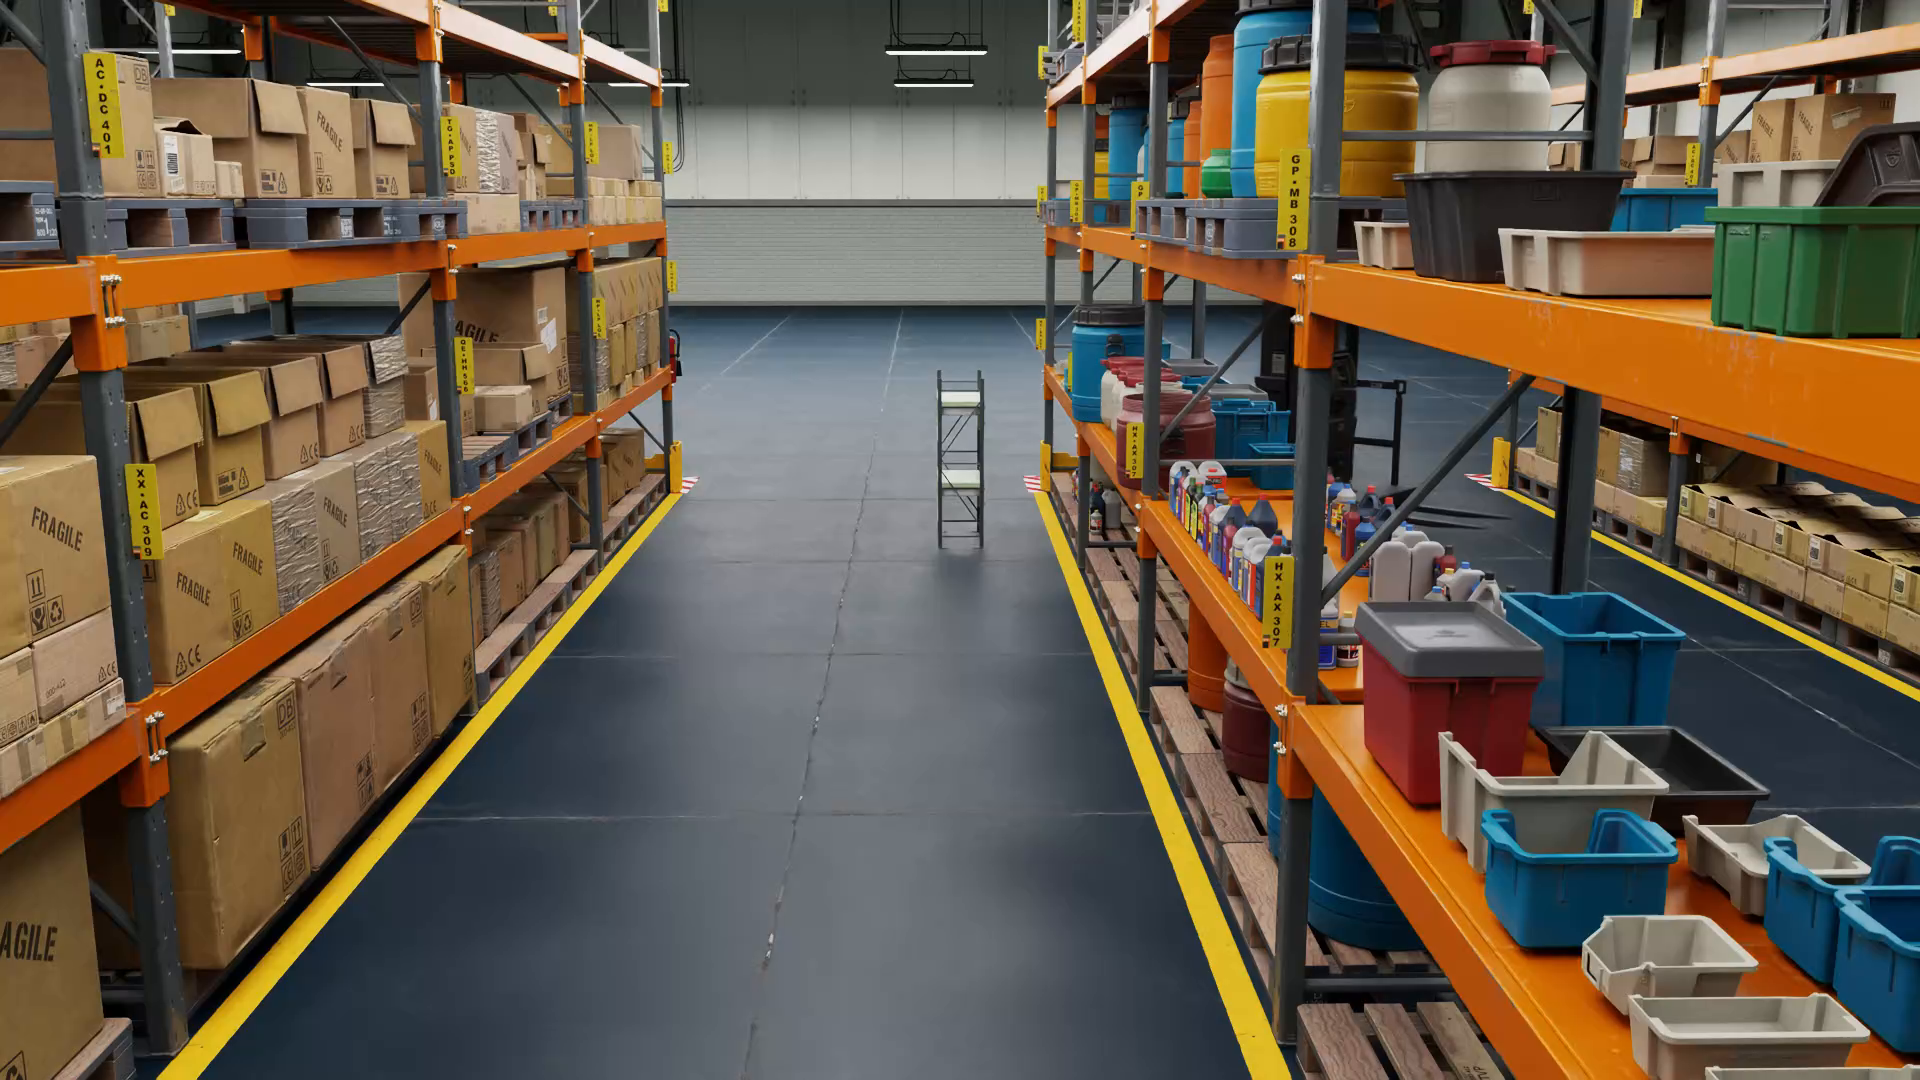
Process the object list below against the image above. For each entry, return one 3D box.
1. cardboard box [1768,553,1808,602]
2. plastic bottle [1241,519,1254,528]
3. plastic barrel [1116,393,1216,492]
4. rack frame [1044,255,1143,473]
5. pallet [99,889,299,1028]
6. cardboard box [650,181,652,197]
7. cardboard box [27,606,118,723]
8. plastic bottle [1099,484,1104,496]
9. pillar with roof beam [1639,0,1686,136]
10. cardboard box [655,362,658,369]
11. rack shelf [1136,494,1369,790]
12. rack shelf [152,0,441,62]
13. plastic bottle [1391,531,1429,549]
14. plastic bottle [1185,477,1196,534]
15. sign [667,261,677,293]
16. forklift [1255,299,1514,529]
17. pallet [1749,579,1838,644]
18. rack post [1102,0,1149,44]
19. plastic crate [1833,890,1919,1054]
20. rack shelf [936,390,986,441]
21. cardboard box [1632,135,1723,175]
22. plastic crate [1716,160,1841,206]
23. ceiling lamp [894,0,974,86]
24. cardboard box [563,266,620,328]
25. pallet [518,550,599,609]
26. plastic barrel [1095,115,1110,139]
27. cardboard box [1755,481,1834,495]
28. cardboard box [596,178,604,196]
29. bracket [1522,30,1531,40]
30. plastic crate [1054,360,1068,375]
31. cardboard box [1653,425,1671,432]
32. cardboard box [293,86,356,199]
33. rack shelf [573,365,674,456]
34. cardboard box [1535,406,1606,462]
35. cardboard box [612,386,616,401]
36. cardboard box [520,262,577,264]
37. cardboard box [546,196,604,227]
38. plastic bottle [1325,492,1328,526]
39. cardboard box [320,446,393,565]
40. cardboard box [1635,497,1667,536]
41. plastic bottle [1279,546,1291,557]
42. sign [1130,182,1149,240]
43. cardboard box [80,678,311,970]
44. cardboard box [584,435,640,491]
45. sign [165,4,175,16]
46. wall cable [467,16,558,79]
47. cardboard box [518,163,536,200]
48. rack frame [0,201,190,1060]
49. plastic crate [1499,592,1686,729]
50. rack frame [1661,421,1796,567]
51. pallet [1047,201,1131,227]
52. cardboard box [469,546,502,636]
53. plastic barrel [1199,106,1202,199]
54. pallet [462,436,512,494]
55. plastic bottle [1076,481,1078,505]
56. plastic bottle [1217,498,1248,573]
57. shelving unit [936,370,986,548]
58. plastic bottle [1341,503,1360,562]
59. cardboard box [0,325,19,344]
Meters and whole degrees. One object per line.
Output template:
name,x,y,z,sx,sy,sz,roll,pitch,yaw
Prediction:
cardboard box,6.229,0.270,12.044,0.500,0.250,0.500,0,11,0
plastic bottle,1.321,0.042,7.633,0.097,0.271,0.097,0,11,0
plastic barrel,1.254,-0.602,10.139,0.600,0.536,0.708,0,11,-1
rack frame,1.401,-2.034,17.542,1.000,3.000,0.127,0,11,-1
pallet,-3.394,1.585,6.716,1.003,0.211,1.213,0,11,-1
cardboard box,-3.229,-3.446,16.330,0.380,0.149,0.250,-1,11,-4
cardboard box,-3.031,0.386,5.242,0.500,0.250,0.500,0,11,-2
plastic bottle,1.274,-0.358,15.006,0.061,0.283,0.133,0,11,-1
pillar with roof beam,7.634,-7.247,28.149,9.100,9.000,0.548,0,11,-1
cardboard box,-3.338,-1.835,17.192,0.380,0.149,0.250,0,11,-1
rack shelf,1.608,0.306,7.816,1.077,0.370,4.000,0,11,-1
rack shelf,-3.344,-2.418,7.159,1.077,0.370,4.000,0,11,-1
plastic bottle,1.997,0.088,7.393,0.152,0.276,0.135,0,11,-1
plastic bottle,1.219,-0.181,8.699,0.061,0.283,0.133,0,11,-1
sign,-2.995,-2.735,17.287,0.100,0.325,0.005,0,11,-1
forklift,3.609,-1.564,15.398,3.031,2.935,1.130,10,15,40
pallet,6.519,0.497,12.078,1.003,0.211,1.213,0,11,-1
rack post,1.611,-3.886,11.079,1.013,1.000,3.121,0,11,-1
plastic crate,2.029,0.887,3.415,0.416,0.233,0.300,0,11,-1
rack shelf,0.000,-1.119,14.839,0.431,0.370,0.720,0,11,-1
cardboard box,6.529,-3.382,14.972,0.797,0.503,0.637,1,12,5
plastic crate,1.995,-0.708,3.757,0.437,0.282,0.530,0,11,-1
ceiling lamp,-0.652,-12.885,41.257,2.000,3.185,0.800,0,11,-1
cardboard box,-3.235,-2.094,14.320,0.500,0.500,0.500,0,11,-1
pallet,-3.450,0.302,13.037,1.003,0.211,1.213,0,11,-1
plastic barrel,1.538,-3.825,16.686,0.600,0.830,0.708,0,11,-1
cardboard box,6.731,-0.313,13.505,0.500,0.311,0.500,0,11,-1
cardboard box,-3.224,-2.984,14.051,0.380,0.149,0.250,0,11,-1
bracket,11.467,-10.138,33.343,0.235,0.232,0.430,0,11,-1
plastic crate,1.098,-1.726,16.685,0.298,0.136,0.250,0,11,-1
cardboard box,6.719,-0.777,15.317,0.500,0.500,0.500,0,11,-1
cardboard box,-3.195,-1.856,7.813,0.500,0.500,0.500,0,11,2
rack shelf,-3.509,-1.264,15.554,1.077,0.370,4.000,0,11,-1
cardboard box,6.155,-1.073,16.776,0.500,0.500,0.500,0,11,-1
cardboard box,-3.211,-1.289,14.499,0.380,0.149,0.250,0,11,-1
cardboard box,-3.780,-2.290,15.289,0.500,0.500,0.500,0,11,-1
cardboard box,-3.221,-2.706,13.686,0.500,0.250,0.500,-1,11,-3
plastic bottle,1.993,-0.180,8.901,0.097,0.201,0.097,0,11,0
cardboard box,-3.109,-0.173,8.118,0.500,0.500,0.500,-1,11,-3
cardboard box,6.208,-0.208,14.401,0.500,0.250,0.500,0,11,-1
plastic bottle,1.303,0.194,6.683,0.144,0.351,0.185,0,11,-1
sign,1.017,-1.859,9.398,0.100,0.325,0.005,0,11,-1
cardboard box,-3.336,1.080,6.480,1.225,0.875,0.875,0,11,-1
cardboard box,-3.508,-0.752,16.452,0.500,0.500,0.500,3,12,14
sign,-7.969,-5.450,16.741,0.100,0.325,0.005,0,11,-1
wall cable,-12.868,-14.511,47.620,3.097,2.526,0.112,0,11,-1
cardboard box,-3.348,-2.642,12.277,0.396,0.266,0.258,0,11,1
rack frame,-3.303,0.371,5.684,1.000,3.000,0.127,0,11,-1
plastic crate,2.000,0.421,5.330,0.392,0.384,0.575,0,11,-1
rack frame,6.436,-1.259,13.720,1.000,3.000,0.127,0,11,-1
pallet,1.371,-2.760,14.049,1.213,0.211,1.003,0,11,-1
cardboard box,-3.443,0.342,11.008,0.700,0.500,0.500,-1,12,-6
plastic barrel,1.767,-2.324,10.165,0.600,0.901,0.600,0,11,0
pallet,-3.506,-0.471,10.319,1.213,0.211,1.003,0,11,-1
plastic bottle,1.136,-0.463,15.553,0.097,0.271,0.097,0,11,0
plastic bottle,1.280,-0.025,7.763,0.144,0.351,0.185,0,11,-1
shelving unit,0.000,-0.736,14.917,0.431,1.500,0.755,0,11,-1
plastic bottle,1.885,-0.044,8.024,0.061,0.283,0.133,0,11,-1
cardboard box,-8.402,-1.895,13.761,0.875,0.550,0.550,0,11,-1
